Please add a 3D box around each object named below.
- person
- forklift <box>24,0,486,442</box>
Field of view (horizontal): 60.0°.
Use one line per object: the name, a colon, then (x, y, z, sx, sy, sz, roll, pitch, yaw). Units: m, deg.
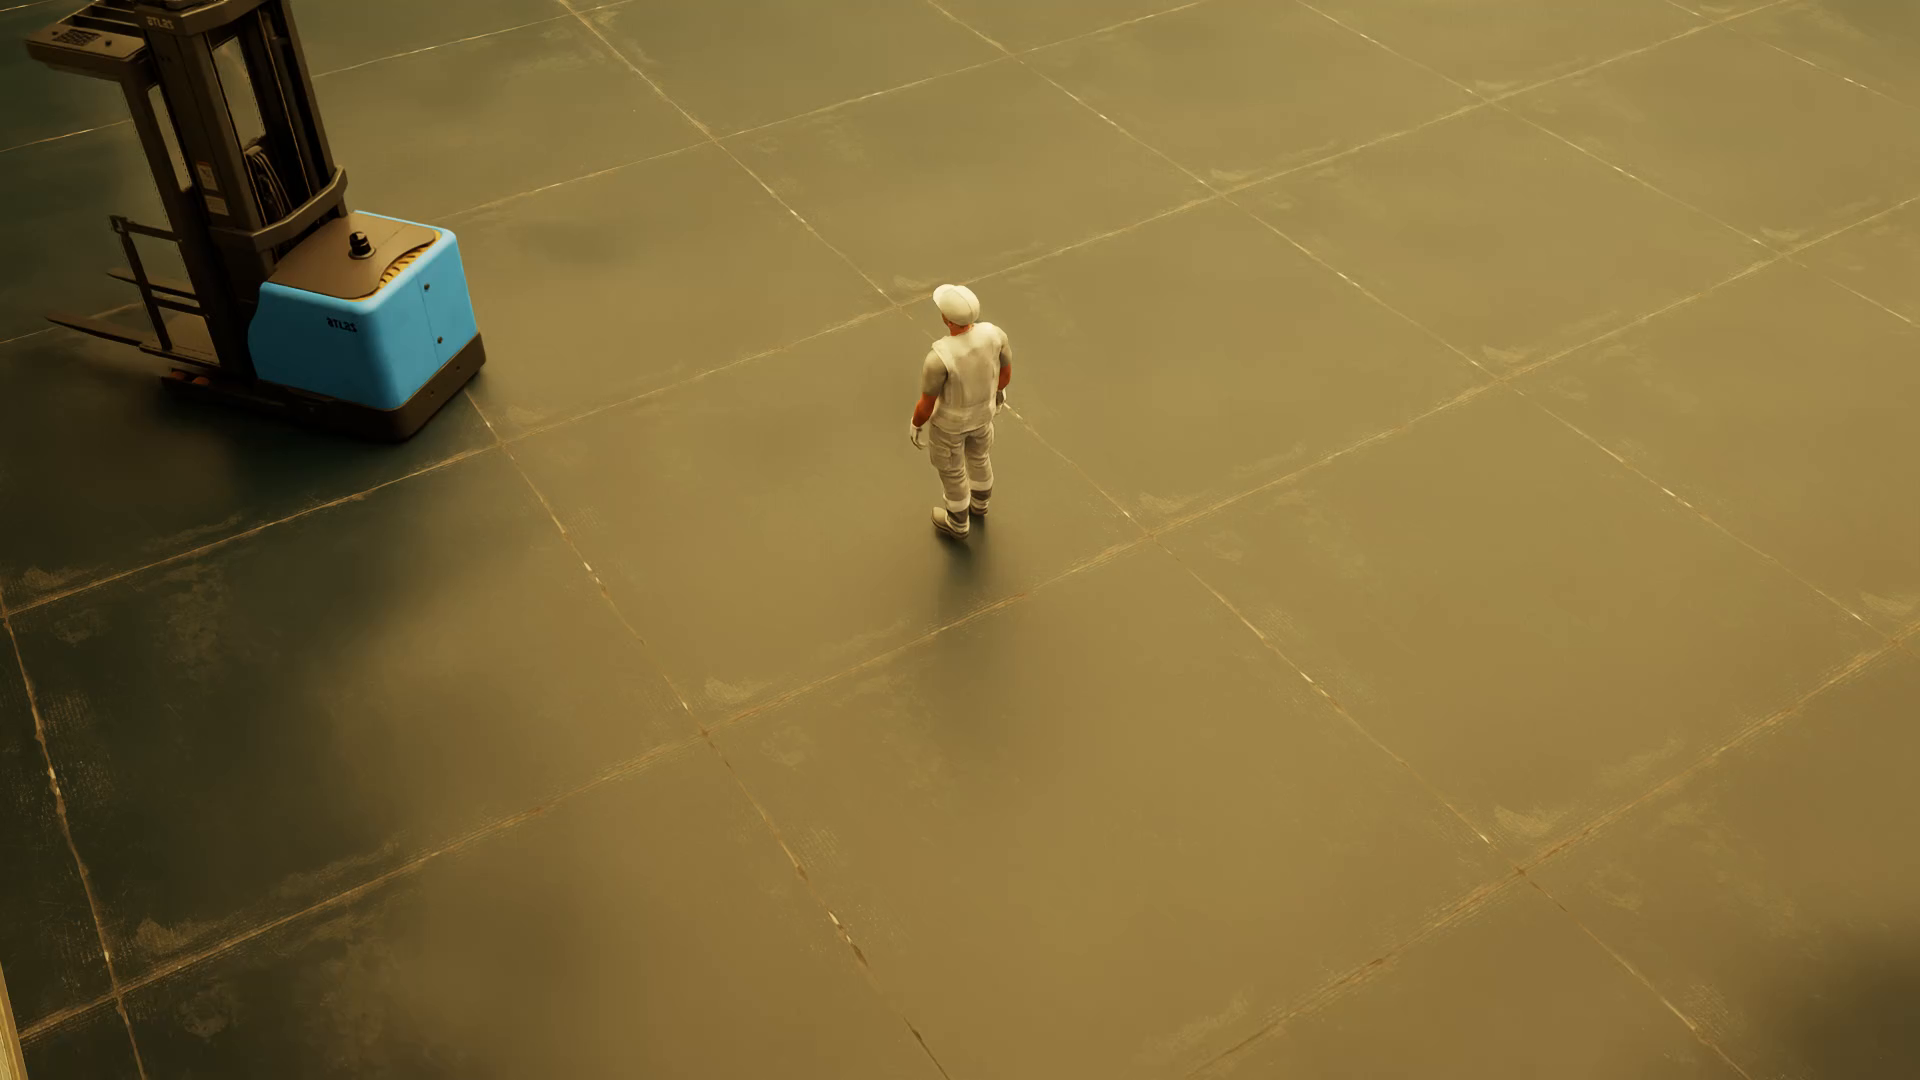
person: (-0.033, -0.759, 9.534, 0.637, 1.789, 0.561, -23, 46, -24)
forklift: (-4.819, -2.343, 10.552, 3.031, 2.935, 1.130, 14, 43, 15)
